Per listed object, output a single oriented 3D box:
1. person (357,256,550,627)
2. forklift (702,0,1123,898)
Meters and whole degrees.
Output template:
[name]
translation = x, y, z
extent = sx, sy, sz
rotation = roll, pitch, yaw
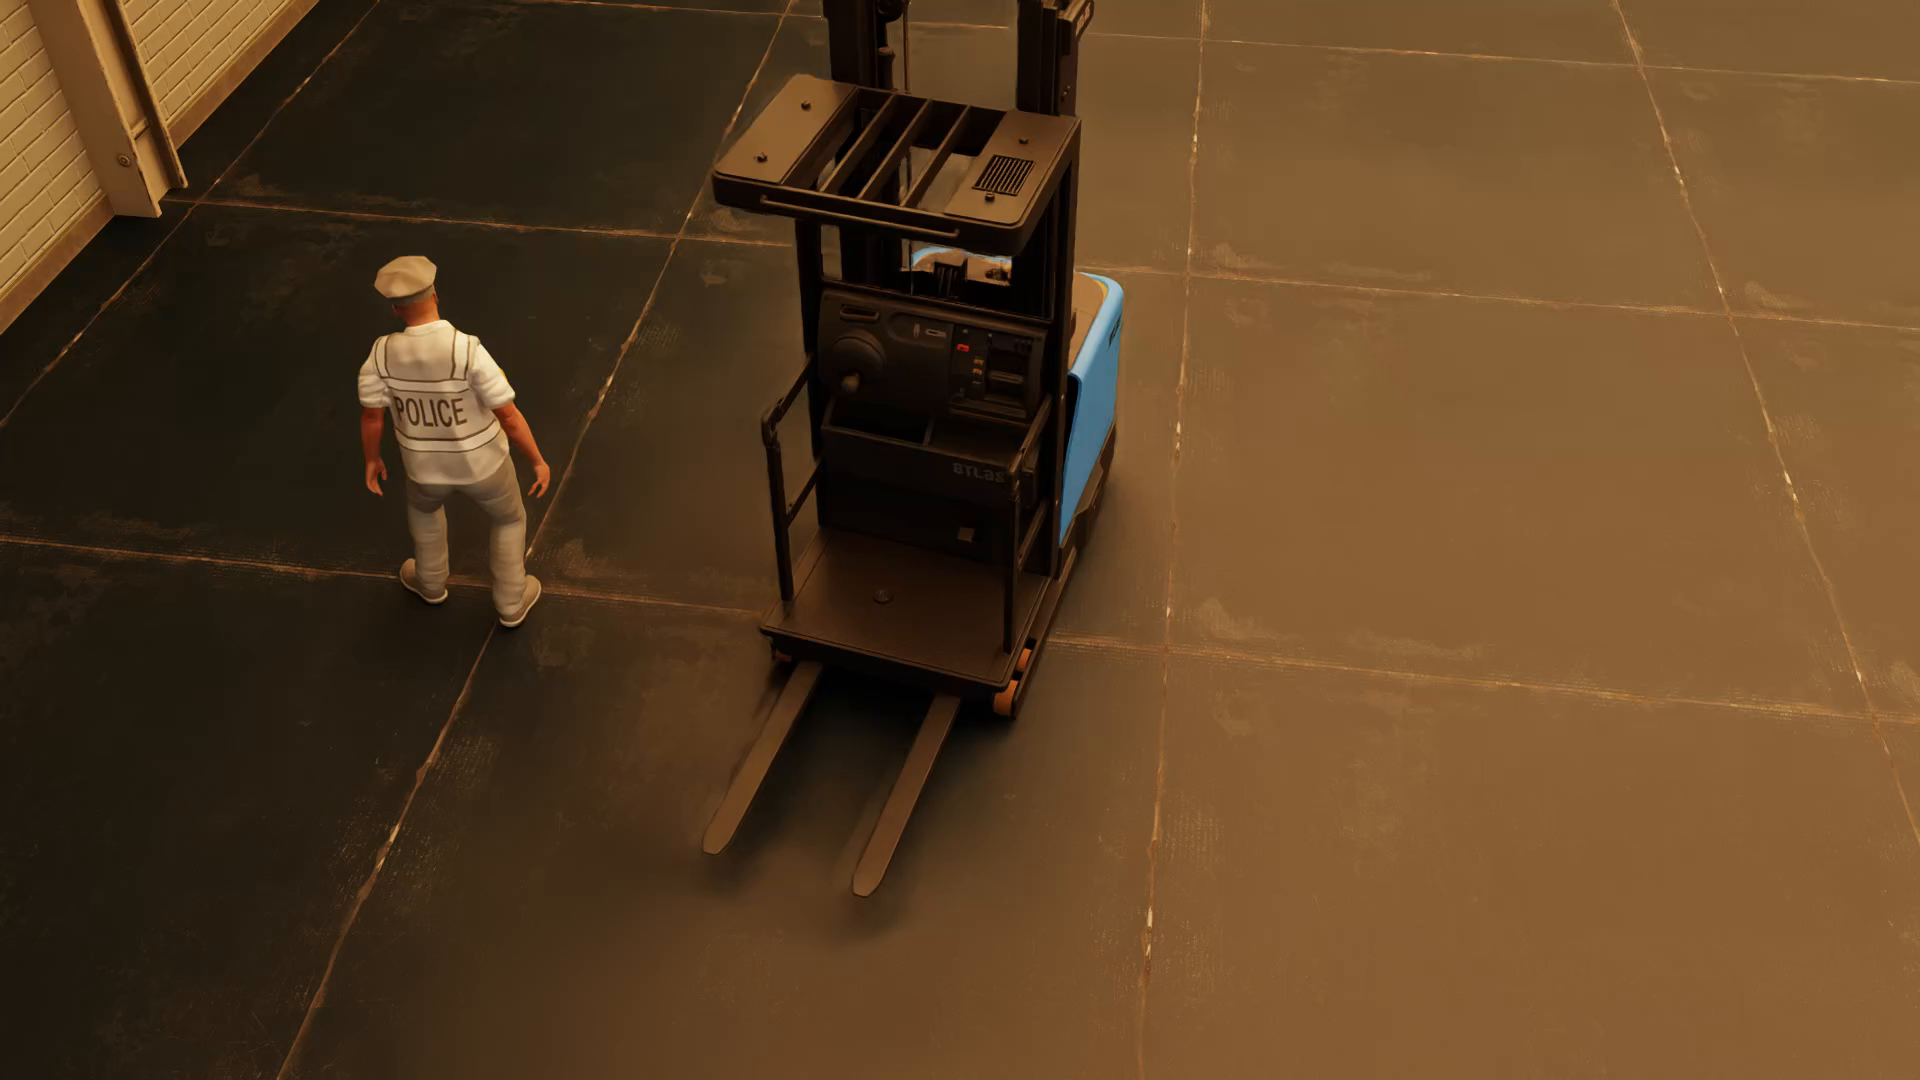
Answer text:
[person]
translation = -2.156, -0.368, 7.032
extent = 0.871, 1.719, 0.426
rotation = 1, 43, 1
[forklift]
translation = -0.185, -0.640, 6.421
extent = 1.130, 2.935, 3.031
rotation = 13, 44, 13
